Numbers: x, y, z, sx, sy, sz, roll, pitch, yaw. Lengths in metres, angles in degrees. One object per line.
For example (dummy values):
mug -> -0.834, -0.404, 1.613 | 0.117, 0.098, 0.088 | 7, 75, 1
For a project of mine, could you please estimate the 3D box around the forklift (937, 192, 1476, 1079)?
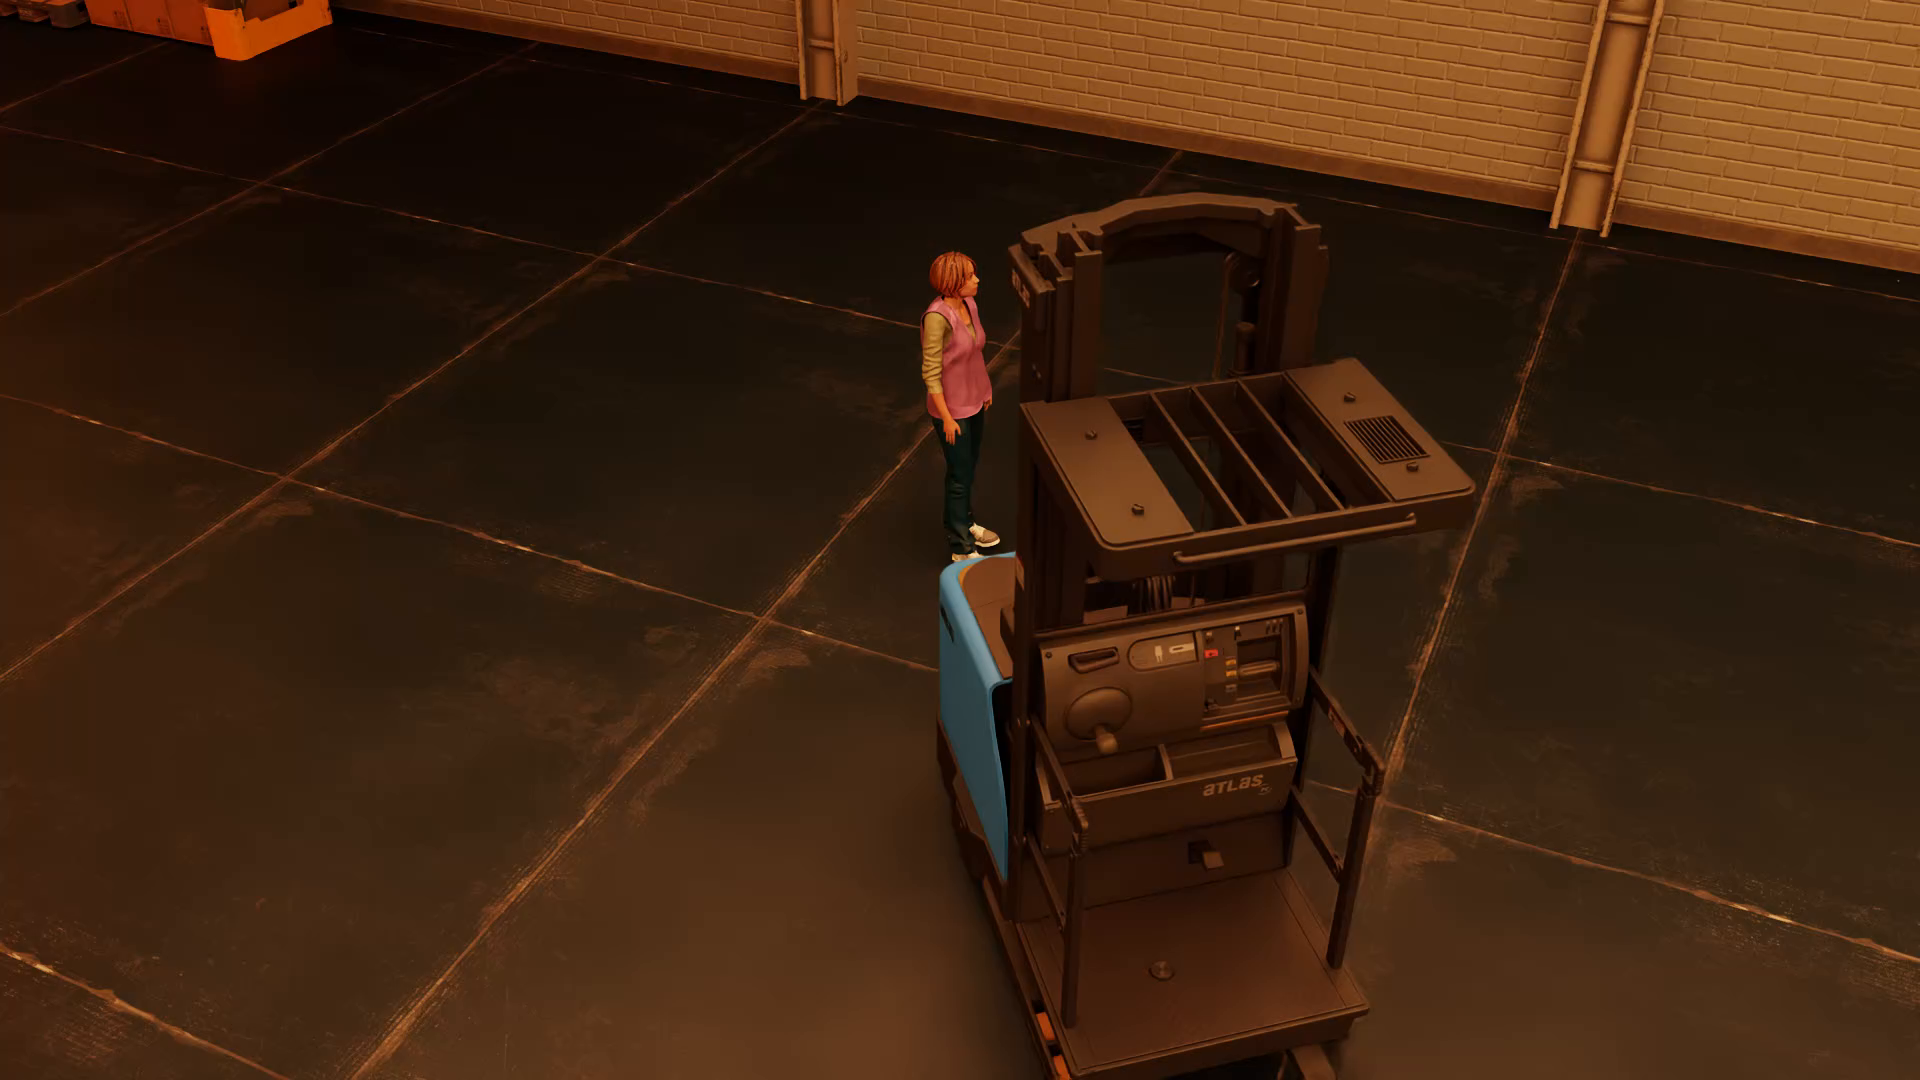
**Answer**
forklift -> 0.776, 0.525, 5.351 | 1.130, 2.935, 3.031 | -9, 36, -12

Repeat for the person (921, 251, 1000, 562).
person -> 0.062, -0.629, 8.108 | 0.473, 1.595, 0.521 | 15, 38, 20
